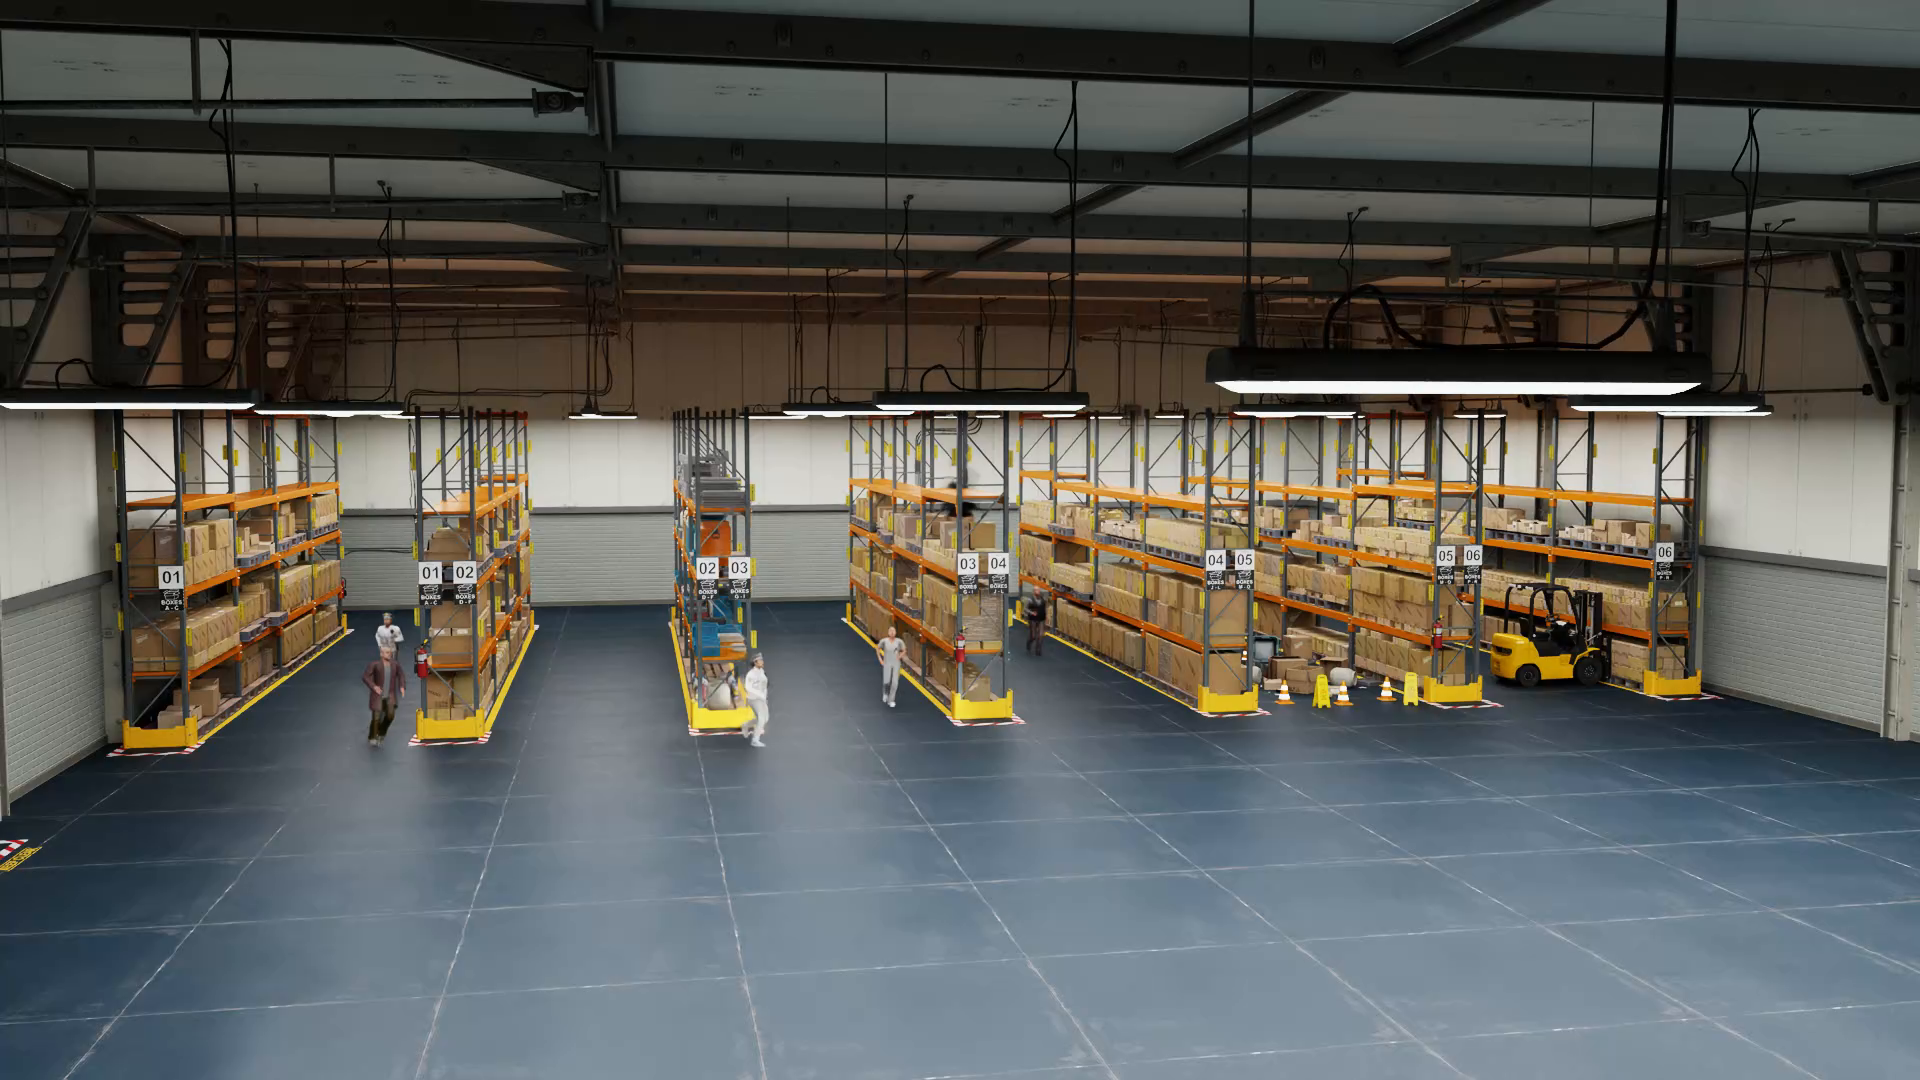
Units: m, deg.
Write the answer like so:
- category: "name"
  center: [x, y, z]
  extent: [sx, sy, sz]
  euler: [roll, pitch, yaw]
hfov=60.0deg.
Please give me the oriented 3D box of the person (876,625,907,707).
- category: "person"
  center: [-1.364, 2.527, 33.283]
  extent: [0.609, 1.638, 0.527]
  euler: [0, 4, -5]

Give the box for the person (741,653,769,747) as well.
- category: "person"
  center: [-3.632, 2.818, 29.472]
  extent: [0.599, 1.662, 0.665]
  euler: [2, 4, 20]

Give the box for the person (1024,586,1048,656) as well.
- category: "person"
  center: [1.871, 1.977, 40.810]
  extent: [0.664, 1.684, 0.720]
  euler: [-1, 4, -18]

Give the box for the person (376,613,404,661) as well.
- category: "person"
  center: [-12.036, 2.400, 35.100]
  extent: [0.578, 1.757, 0.711]
  euler: [-1, 4, -14]

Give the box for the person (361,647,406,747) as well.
- category: "person"
  center: [-10.164, 2.754, 29.398]
  extent: [0.786, 1.725, 0.612]
  euler: [-3, 5, -35]
